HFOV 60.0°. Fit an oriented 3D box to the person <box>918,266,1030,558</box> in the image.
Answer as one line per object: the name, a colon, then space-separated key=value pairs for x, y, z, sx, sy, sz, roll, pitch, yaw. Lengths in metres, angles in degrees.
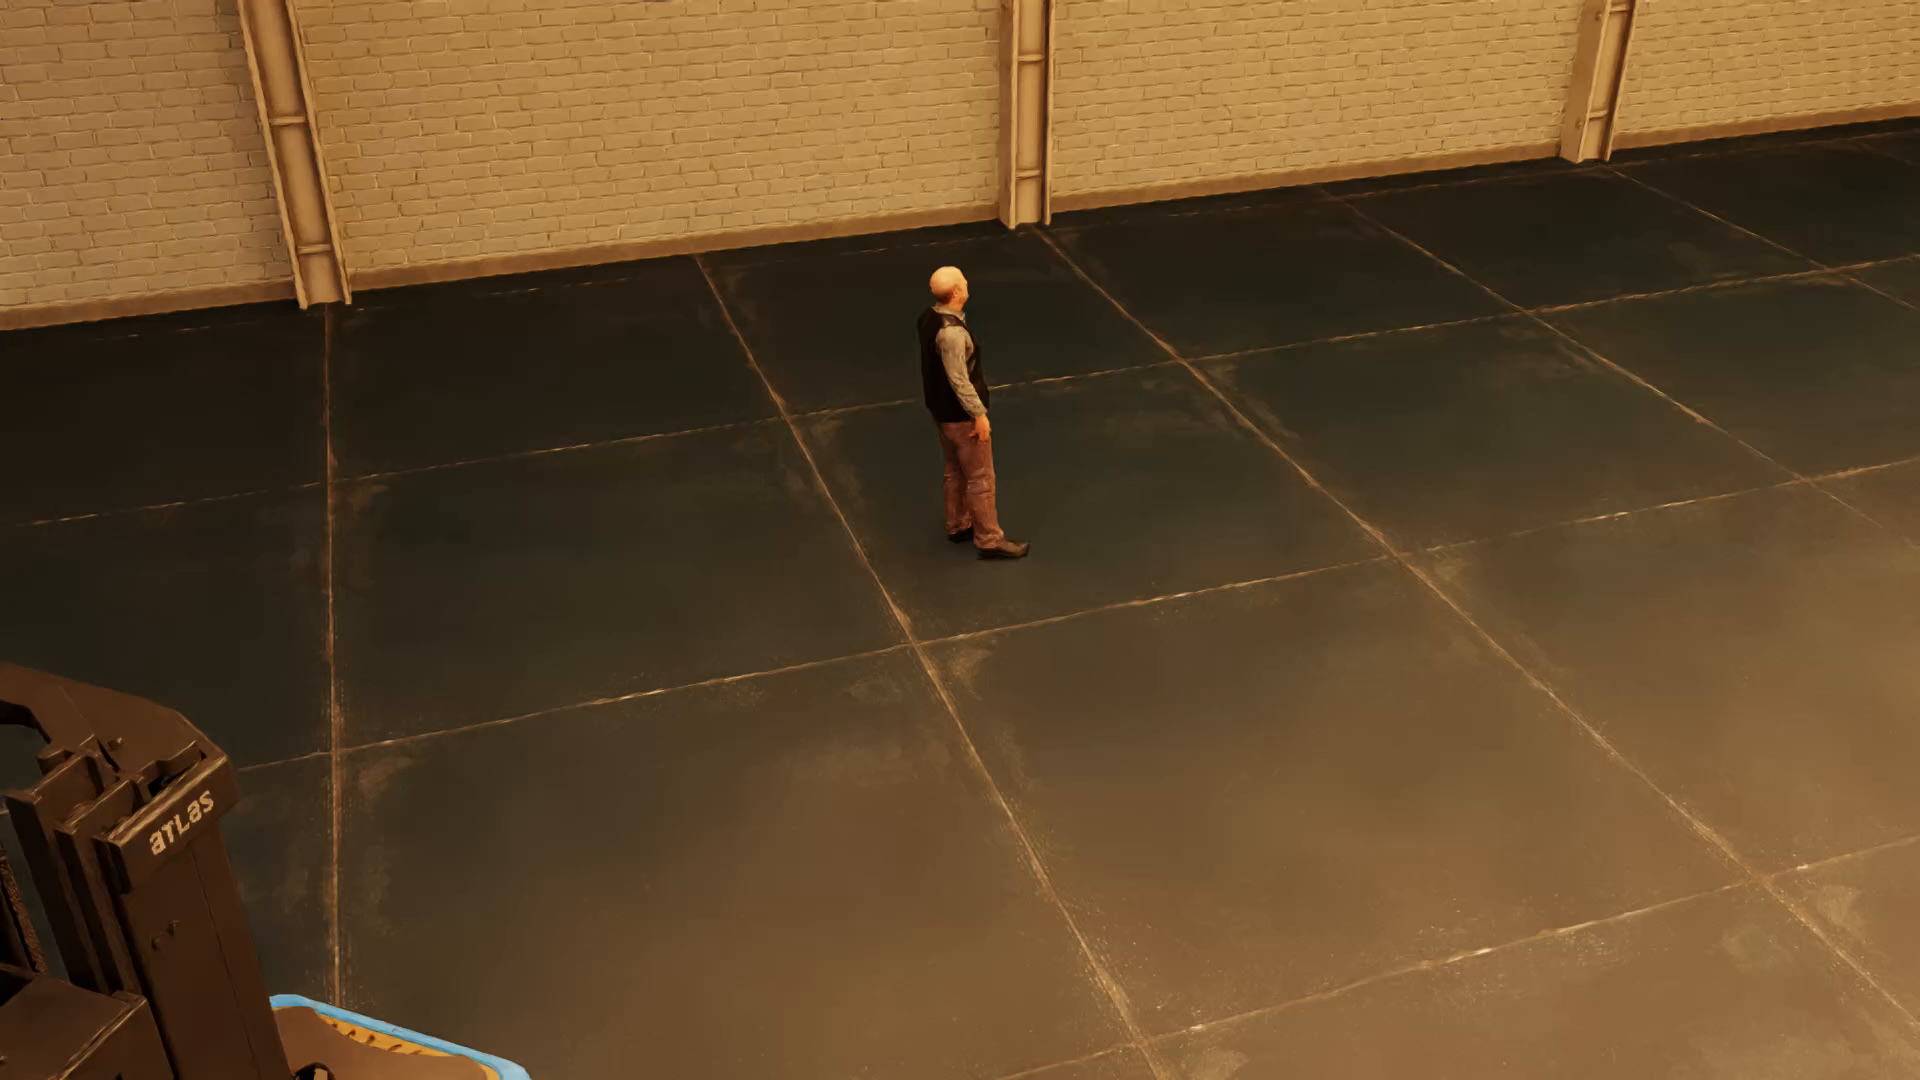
person: x=0.062 y=-0.759 z=9.604 sx=0.567 sy=1.720 sz=0.632 roll=-10 pitch=31 yaw=-16

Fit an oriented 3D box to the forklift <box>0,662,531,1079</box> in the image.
forklift: x=-2.277 y=1.877 z=3.824 sx=1.130 sy=2.935 sz=3.031 roll=10 pitch=32 yaw=17
